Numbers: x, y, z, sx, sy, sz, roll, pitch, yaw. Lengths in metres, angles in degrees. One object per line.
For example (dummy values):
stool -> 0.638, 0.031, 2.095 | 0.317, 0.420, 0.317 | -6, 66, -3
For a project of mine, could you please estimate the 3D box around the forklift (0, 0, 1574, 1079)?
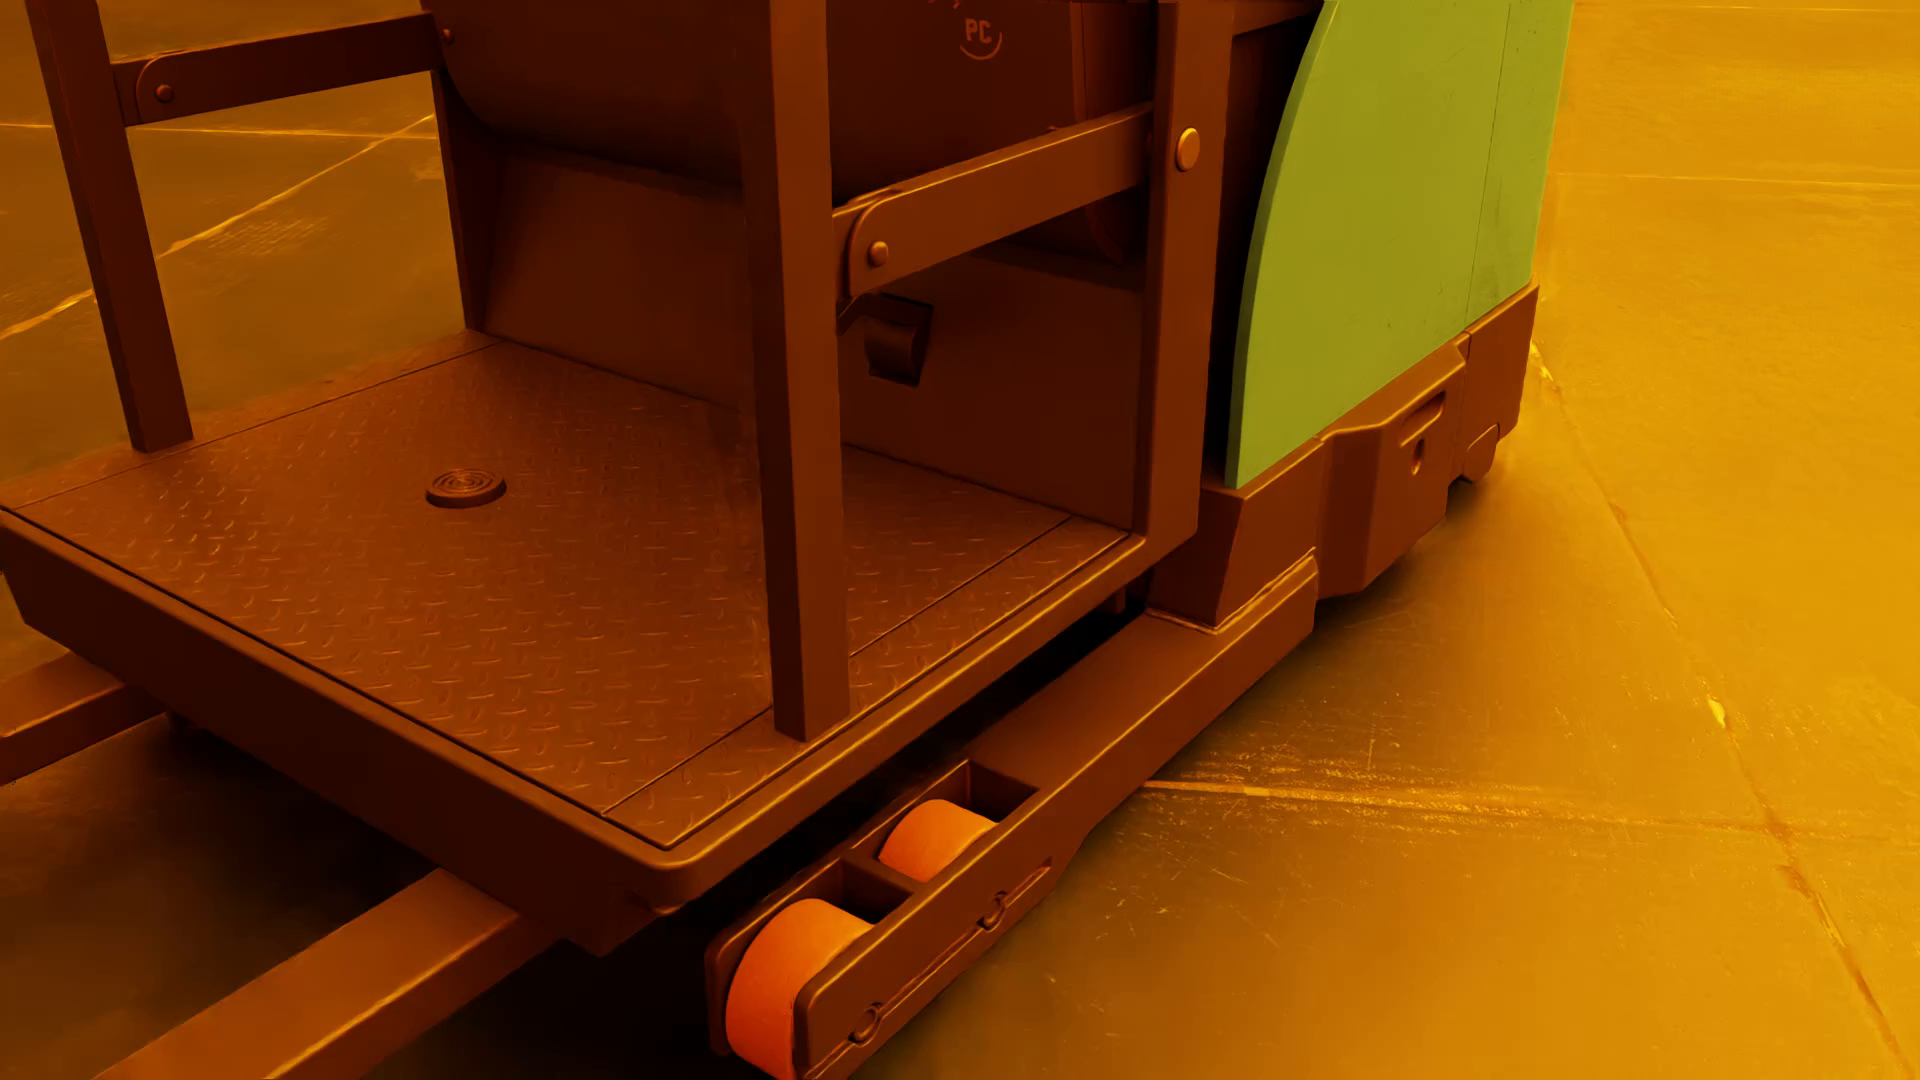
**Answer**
forklift -> -0.363, -1.063, 1.347 | 1.130, 2.935, 3.031 | 18, 32, 32
